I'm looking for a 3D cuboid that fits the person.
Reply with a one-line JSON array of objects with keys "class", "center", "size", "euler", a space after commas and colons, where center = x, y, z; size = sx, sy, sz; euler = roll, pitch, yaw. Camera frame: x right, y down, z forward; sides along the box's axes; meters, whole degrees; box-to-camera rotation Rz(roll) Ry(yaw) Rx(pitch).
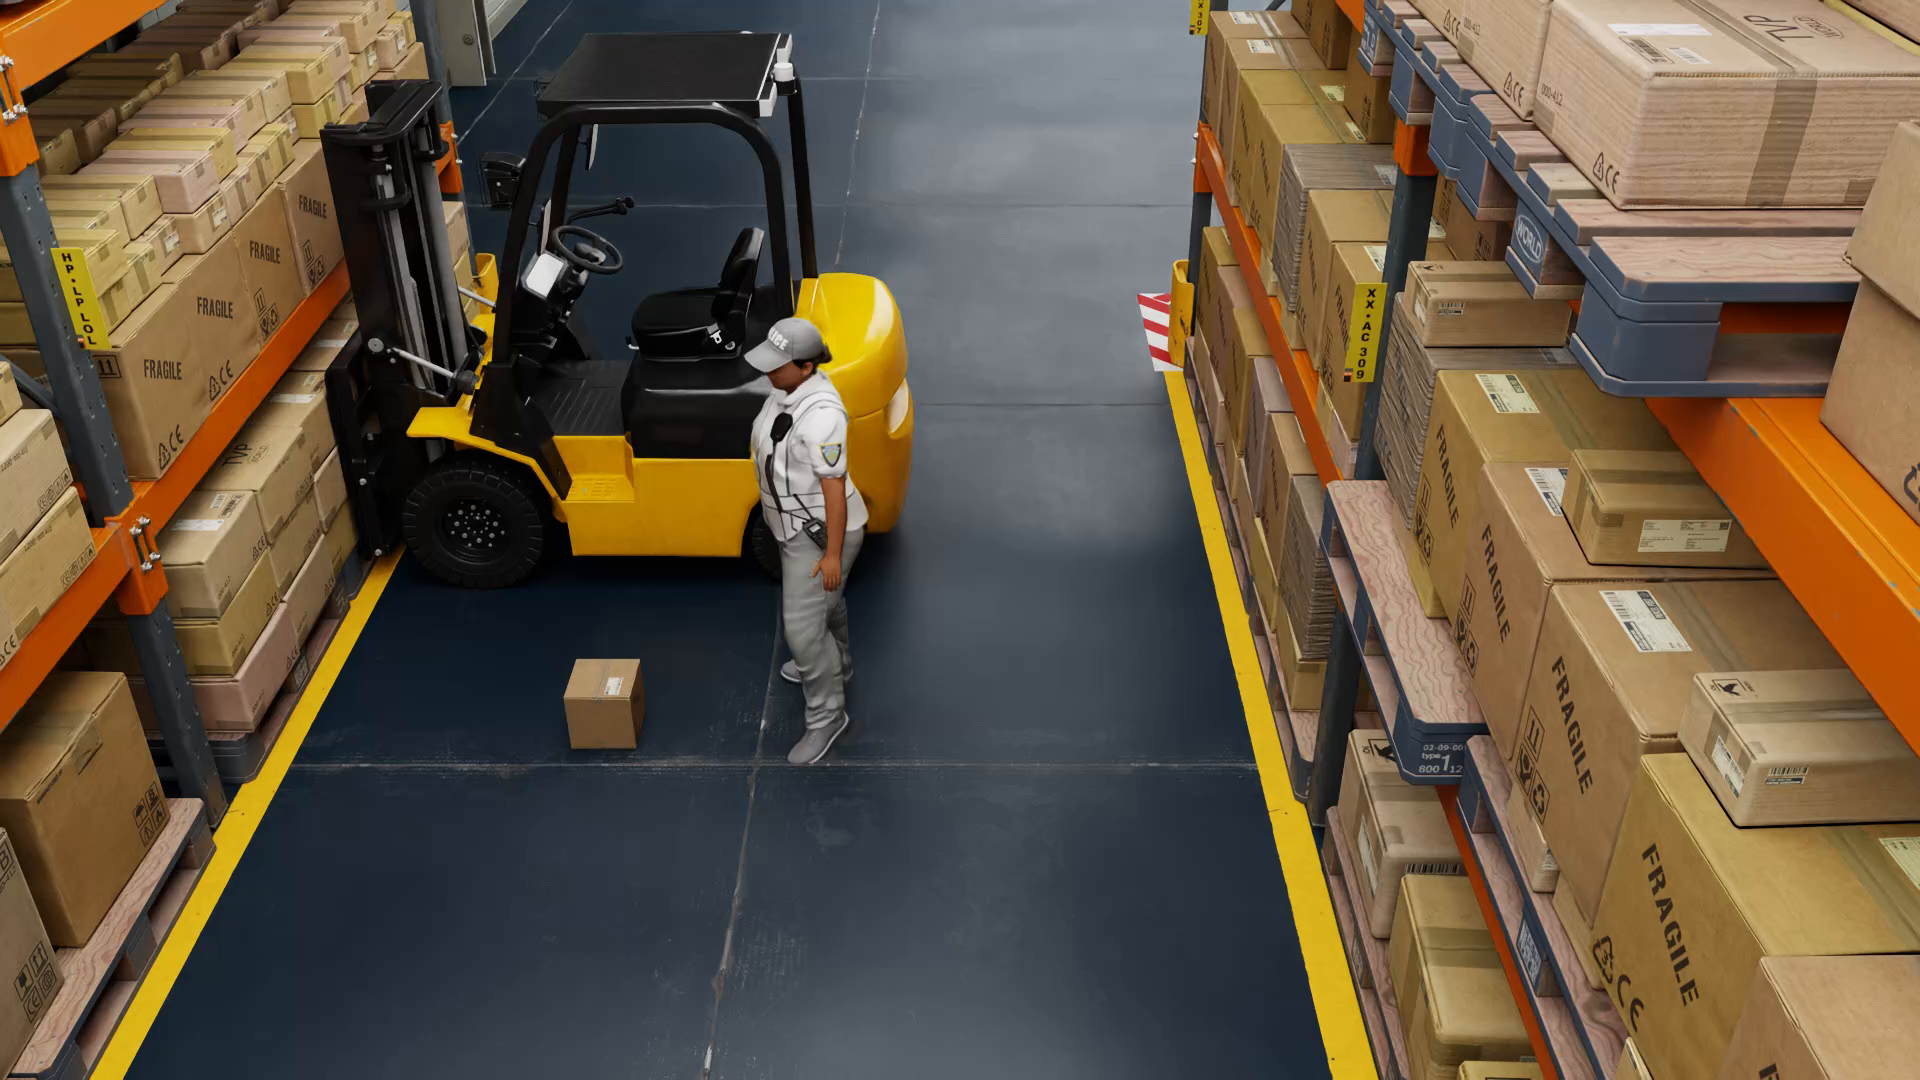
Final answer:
[{"class": "person", "center": [-0.565, -0.014, 6.182], "size": [0.383, 1.697, 0.617], "euler": [-11, 33, -16]}]
